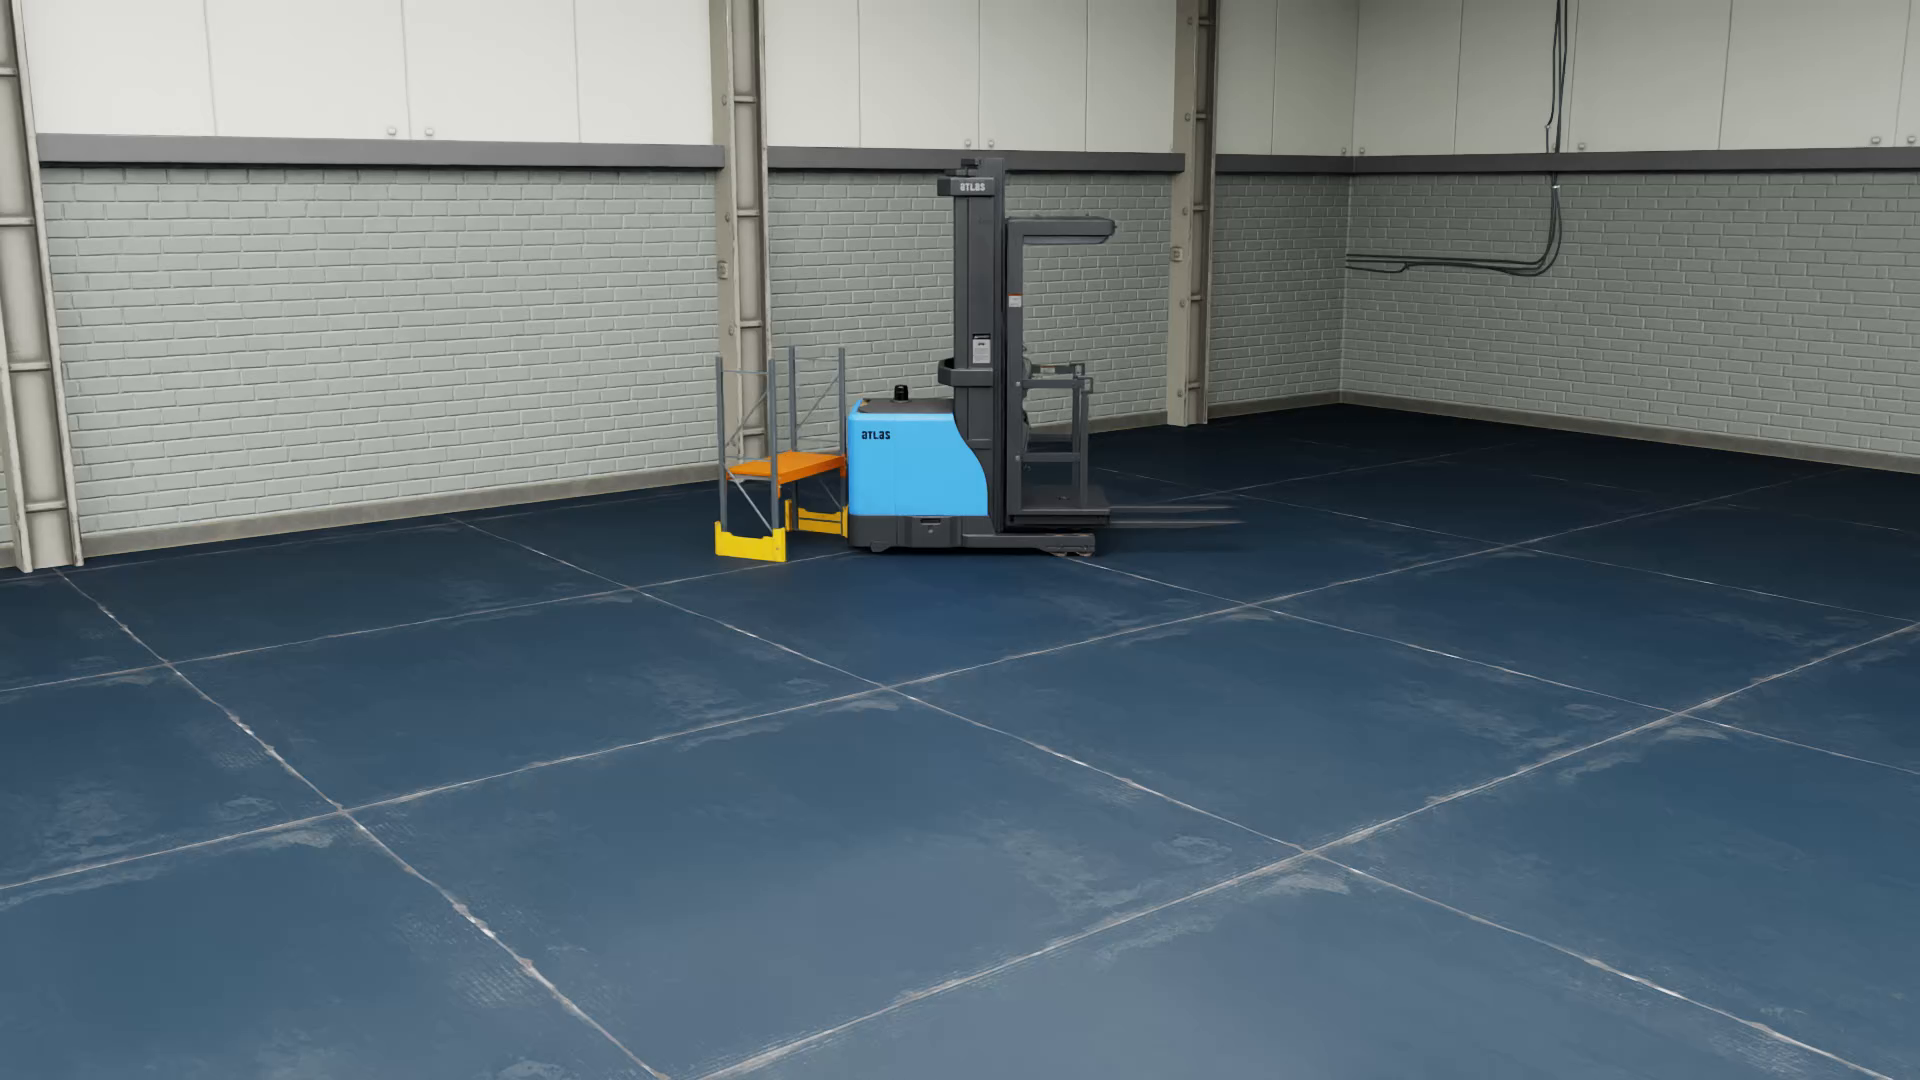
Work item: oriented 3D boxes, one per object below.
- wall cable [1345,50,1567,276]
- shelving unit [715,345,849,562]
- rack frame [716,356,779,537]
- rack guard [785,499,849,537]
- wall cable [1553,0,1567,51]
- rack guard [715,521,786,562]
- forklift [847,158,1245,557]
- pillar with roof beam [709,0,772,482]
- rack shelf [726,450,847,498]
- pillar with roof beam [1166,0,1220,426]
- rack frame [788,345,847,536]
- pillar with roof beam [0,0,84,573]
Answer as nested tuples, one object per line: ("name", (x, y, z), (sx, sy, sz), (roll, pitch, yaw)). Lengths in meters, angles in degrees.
("wall cable", (5.793, -4.421, 19.762), (0.112, 2.526, 3.097), (-9, 15, -38))
("shelving unit", (-1.357, -0.694, 12.788), (0.587, 1.500, 1.083), (6, 13, 25))
("rack frame", (-1.575, -0.601, 12.348), (0.500, 1.500, 0.032), (6, 13, 25))
("rack guard", (-1.139, -0.176, 13.355), (0.587, 0.250, 0.087), (6, 13, 25))
("wall cable", (7.483, -6.453, 17.171), (0.112, 2.526, 3.097), (-9, 15, -38))
("rack guard", (-1.575, 0.010, 12.479), (0.587, 0.250, 0.087), (6, 13, 25))
("forklift", (0.663, -1.420, 12.759), (3.031, 2.935, 1.130), (0, 12, 0))
("pillar with roof beam", (0.671, -4.296, 11.694), (0.400, 9.000, 9.100), (-9, 15, -38))
("rack shelf", (-1.353, -0.520, 12.833), (0.538, 0.185, 1.000), (6, 13, 25))
("pillar with roof beam", (5.356, -5.074, 15.361), (0.400, 9.000, 9.100), (-9, 15, -38))
("rack frame", (-1.130, -0.791, 13.243), (0.500, 1.500, 0.032), (6, 13, 25))
("pillar with roof beam", (-4.014, -3.517, 8.028), (0.400, 9.000, 9.100), (-9, 15, -38))
